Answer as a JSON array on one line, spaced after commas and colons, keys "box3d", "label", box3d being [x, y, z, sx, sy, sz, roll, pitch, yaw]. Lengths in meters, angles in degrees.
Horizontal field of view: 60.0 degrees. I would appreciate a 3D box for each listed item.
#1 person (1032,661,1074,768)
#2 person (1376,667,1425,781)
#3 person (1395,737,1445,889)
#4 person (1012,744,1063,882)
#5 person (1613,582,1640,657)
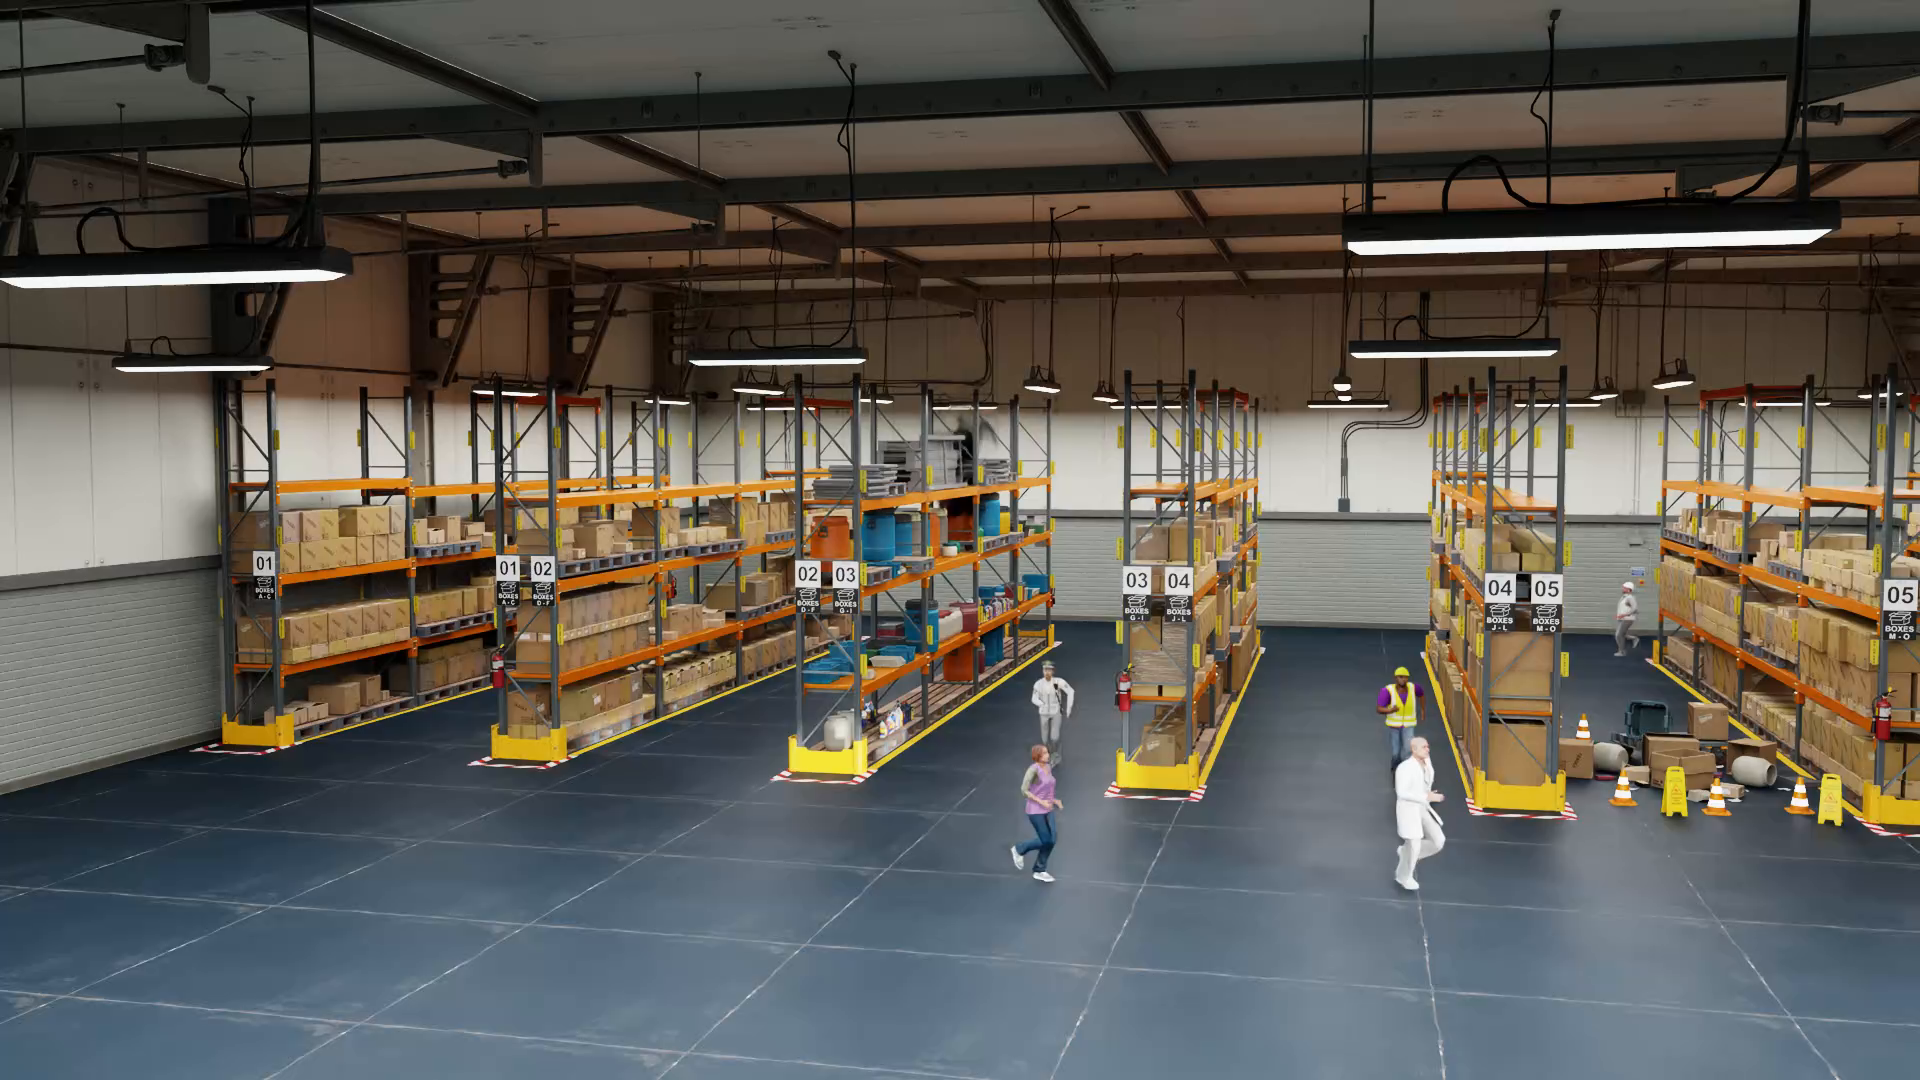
[{"box3d": [1.386, 2.658, 25.224, 0.606, 1.659, 0.612, 1, 4, 16], "label": "person"}, {"box3d": [6.333, 2.697, 23.876, 0.728, 1.793, 0.839, 0, 3, 5], "label": "person"}, {"box3d": [5.094, 3.029, 18.401, 0.761, 1.728, 0.724, -2, 4, -36], "label": "person"}, {"box3d": [0.876, 3.197, 18.944, 0.557, 1.335, 0.534, 2, 4, 33], "label": "person"}, {"box3d": [15.470, 1.836, 38.510, 0.624, 1.731, 0.660, 0, 3, 4], "label": "person"}]
